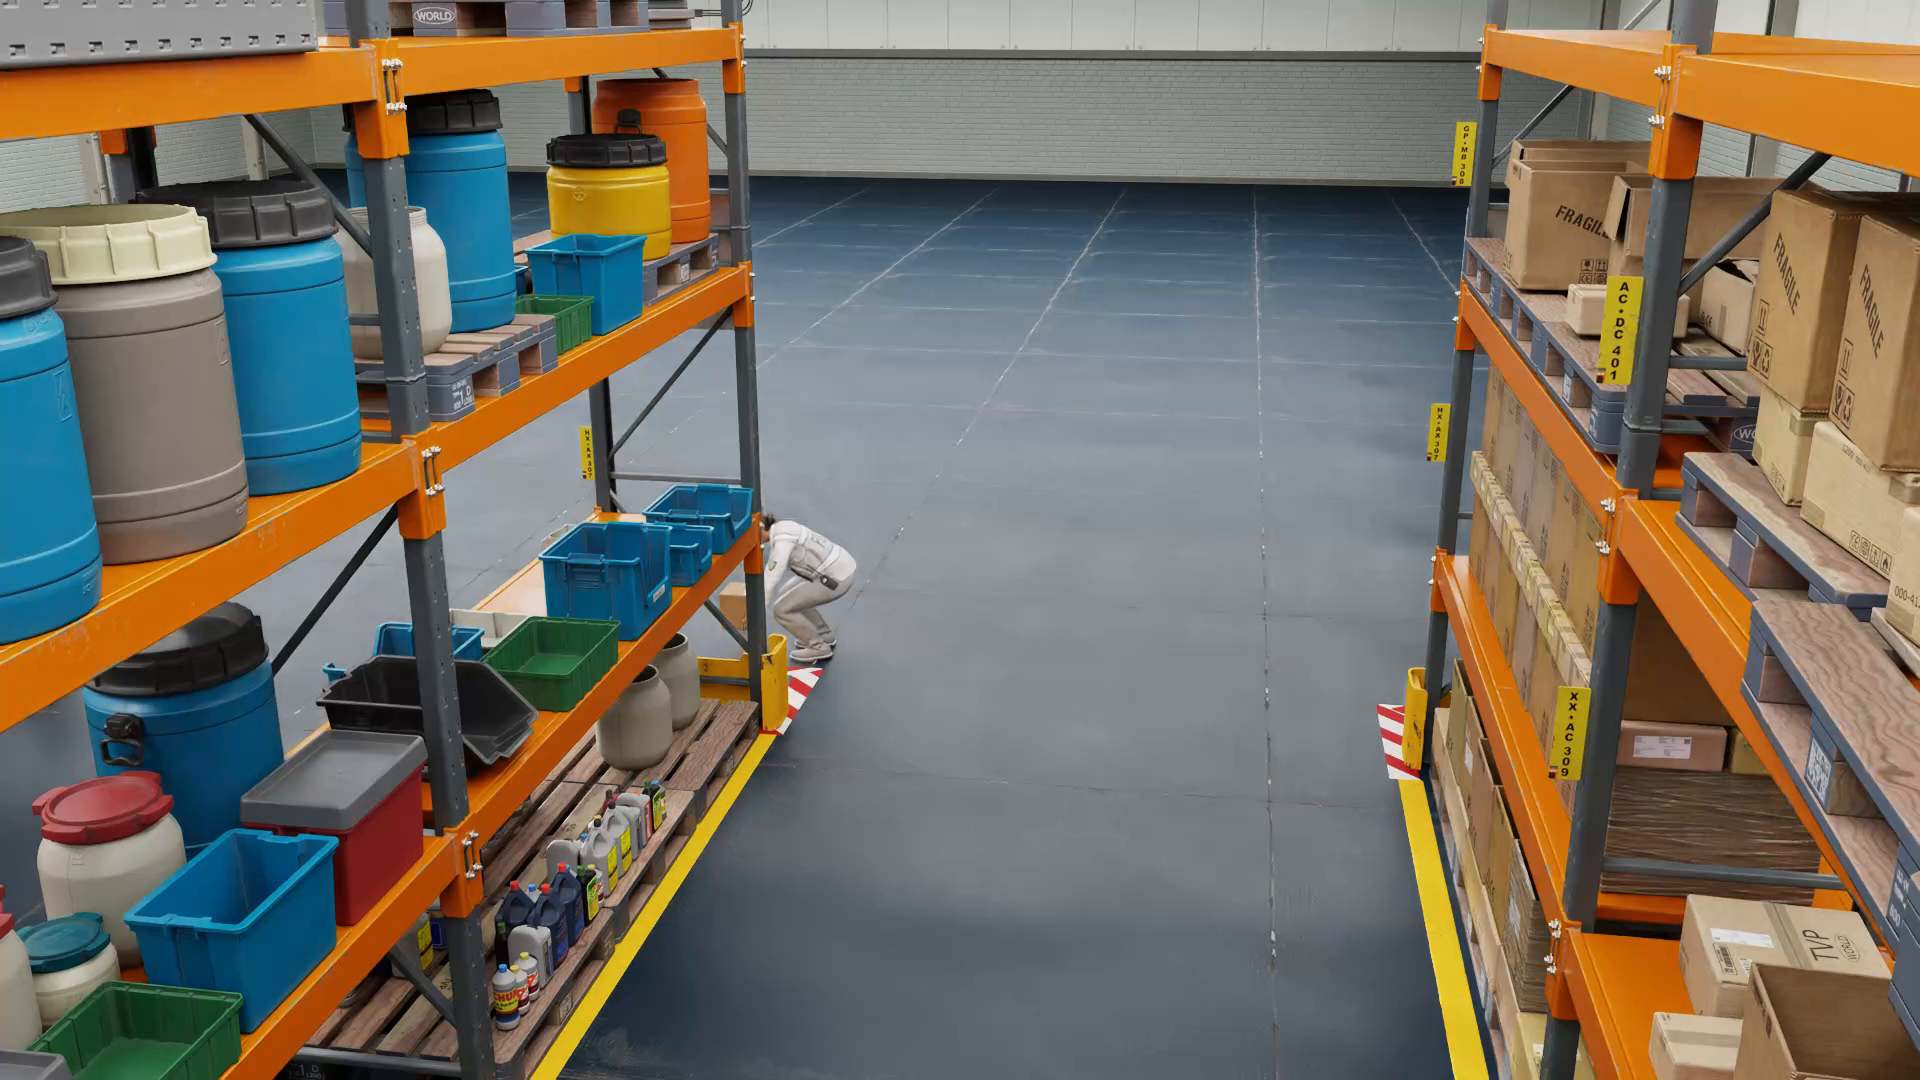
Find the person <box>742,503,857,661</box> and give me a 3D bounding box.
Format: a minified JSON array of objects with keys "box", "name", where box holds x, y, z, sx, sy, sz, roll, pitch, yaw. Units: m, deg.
[{"box":[-1.109,0.270,11.188,0.815,1.073,0.504,1,18,2],"name":"person"}]
